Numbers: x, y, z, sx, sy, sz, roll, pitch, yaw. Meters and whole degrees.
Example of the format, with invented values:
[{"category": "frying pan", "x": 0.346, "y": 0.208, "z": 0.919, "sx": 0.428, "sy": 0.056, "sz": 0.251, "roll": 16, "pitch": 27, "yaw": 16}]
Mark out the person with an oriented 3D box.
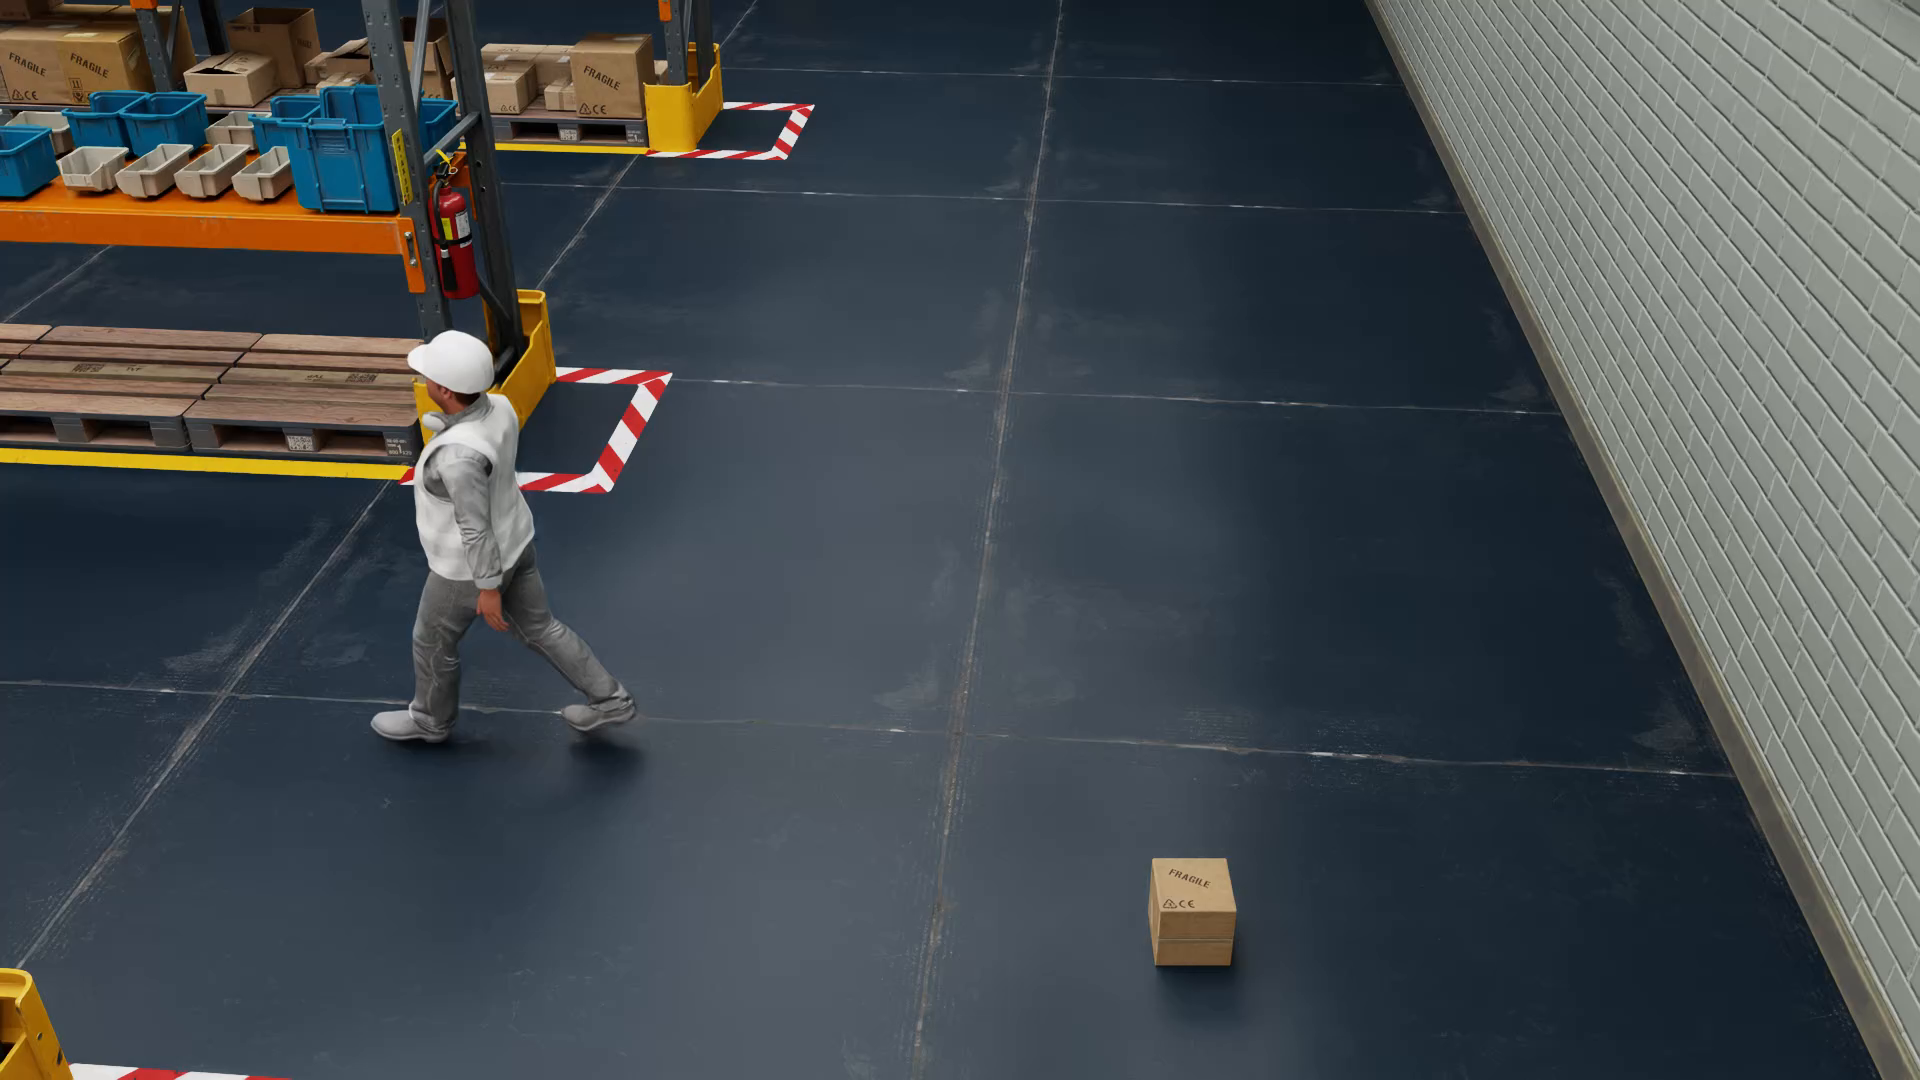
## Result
[{"category": "person", "x": -1.769, "y": 0.014, "z": 6.096, "sx": 1.022, "sy": 1.731, "sz": 0.564, "roll": 6, "pitch": 32, "yaw": 9}]
